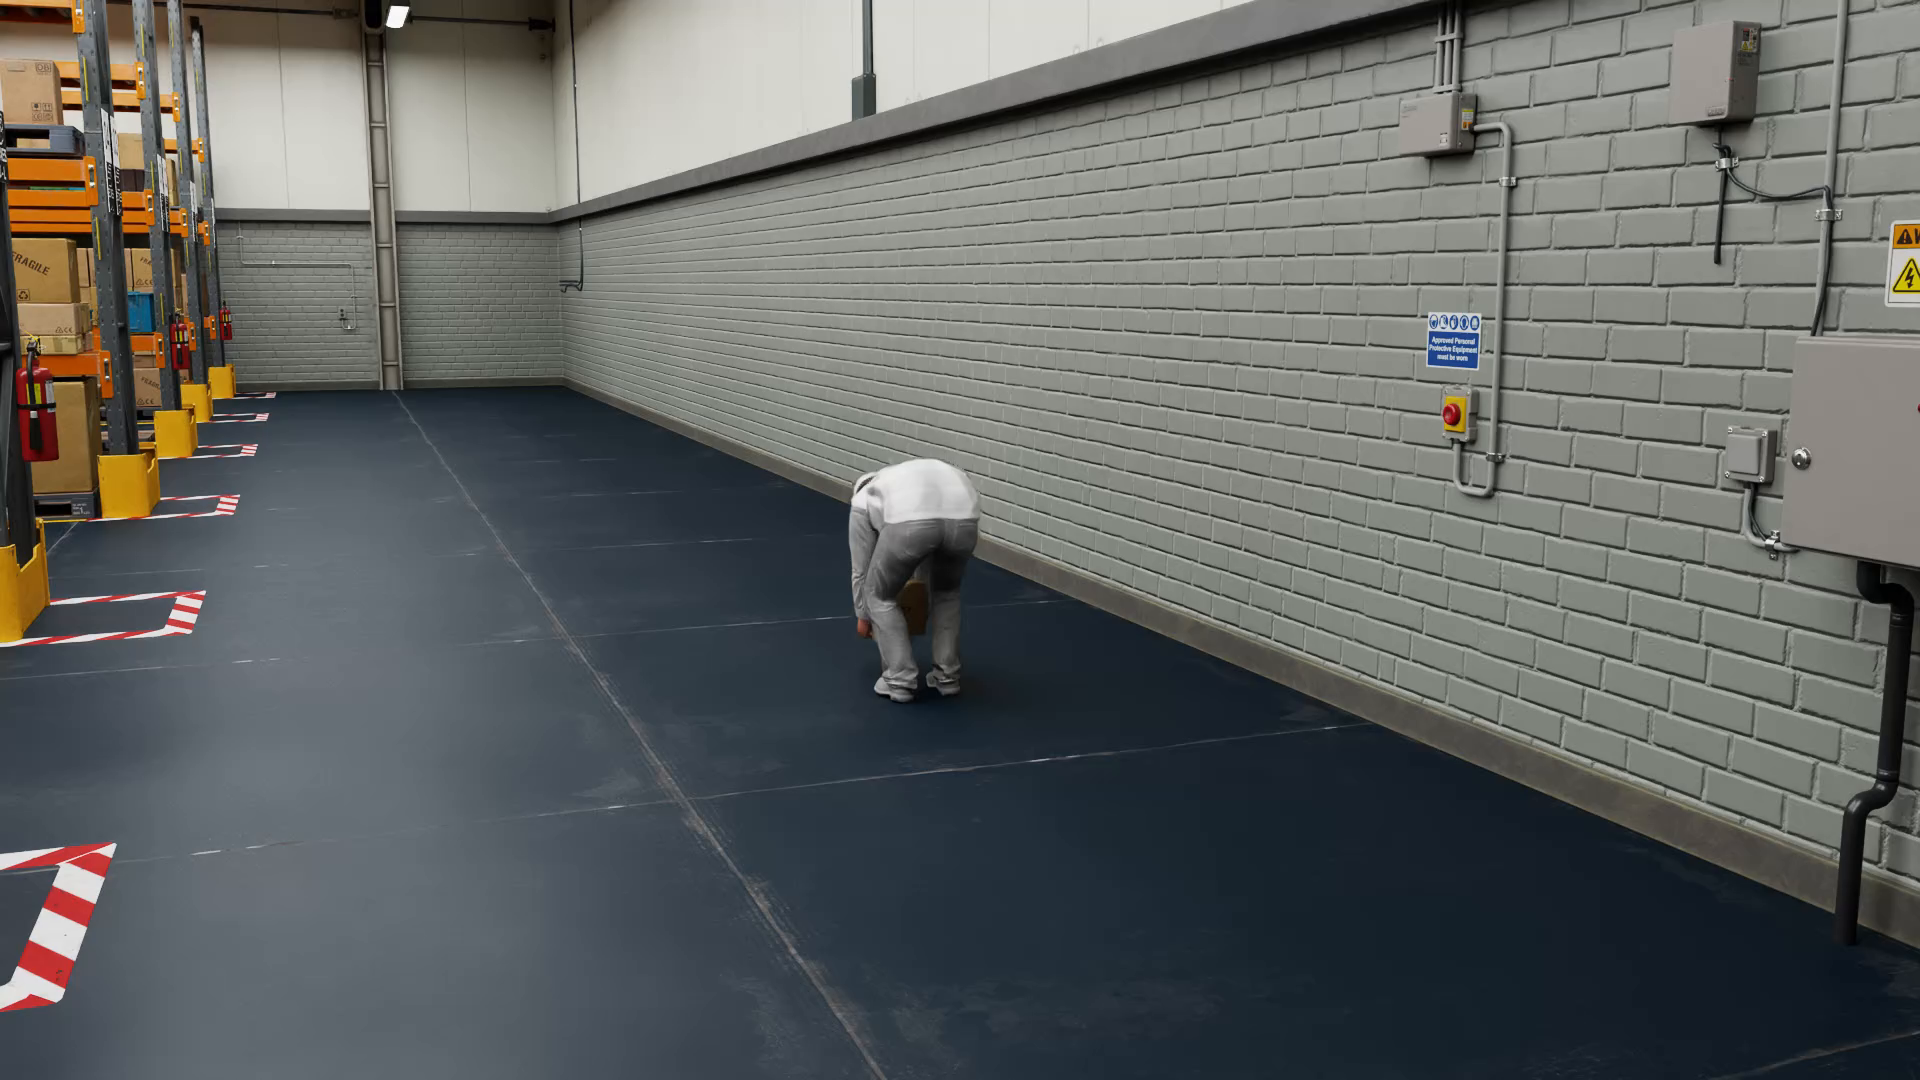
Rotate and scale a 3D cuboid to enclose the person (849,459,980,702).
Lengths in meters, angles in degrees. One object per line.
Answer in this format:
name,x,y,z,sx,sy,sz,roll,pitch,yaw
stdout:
person,-0.263,0.142,7.725,0.477,1.078,1.011,-4,10,-23
